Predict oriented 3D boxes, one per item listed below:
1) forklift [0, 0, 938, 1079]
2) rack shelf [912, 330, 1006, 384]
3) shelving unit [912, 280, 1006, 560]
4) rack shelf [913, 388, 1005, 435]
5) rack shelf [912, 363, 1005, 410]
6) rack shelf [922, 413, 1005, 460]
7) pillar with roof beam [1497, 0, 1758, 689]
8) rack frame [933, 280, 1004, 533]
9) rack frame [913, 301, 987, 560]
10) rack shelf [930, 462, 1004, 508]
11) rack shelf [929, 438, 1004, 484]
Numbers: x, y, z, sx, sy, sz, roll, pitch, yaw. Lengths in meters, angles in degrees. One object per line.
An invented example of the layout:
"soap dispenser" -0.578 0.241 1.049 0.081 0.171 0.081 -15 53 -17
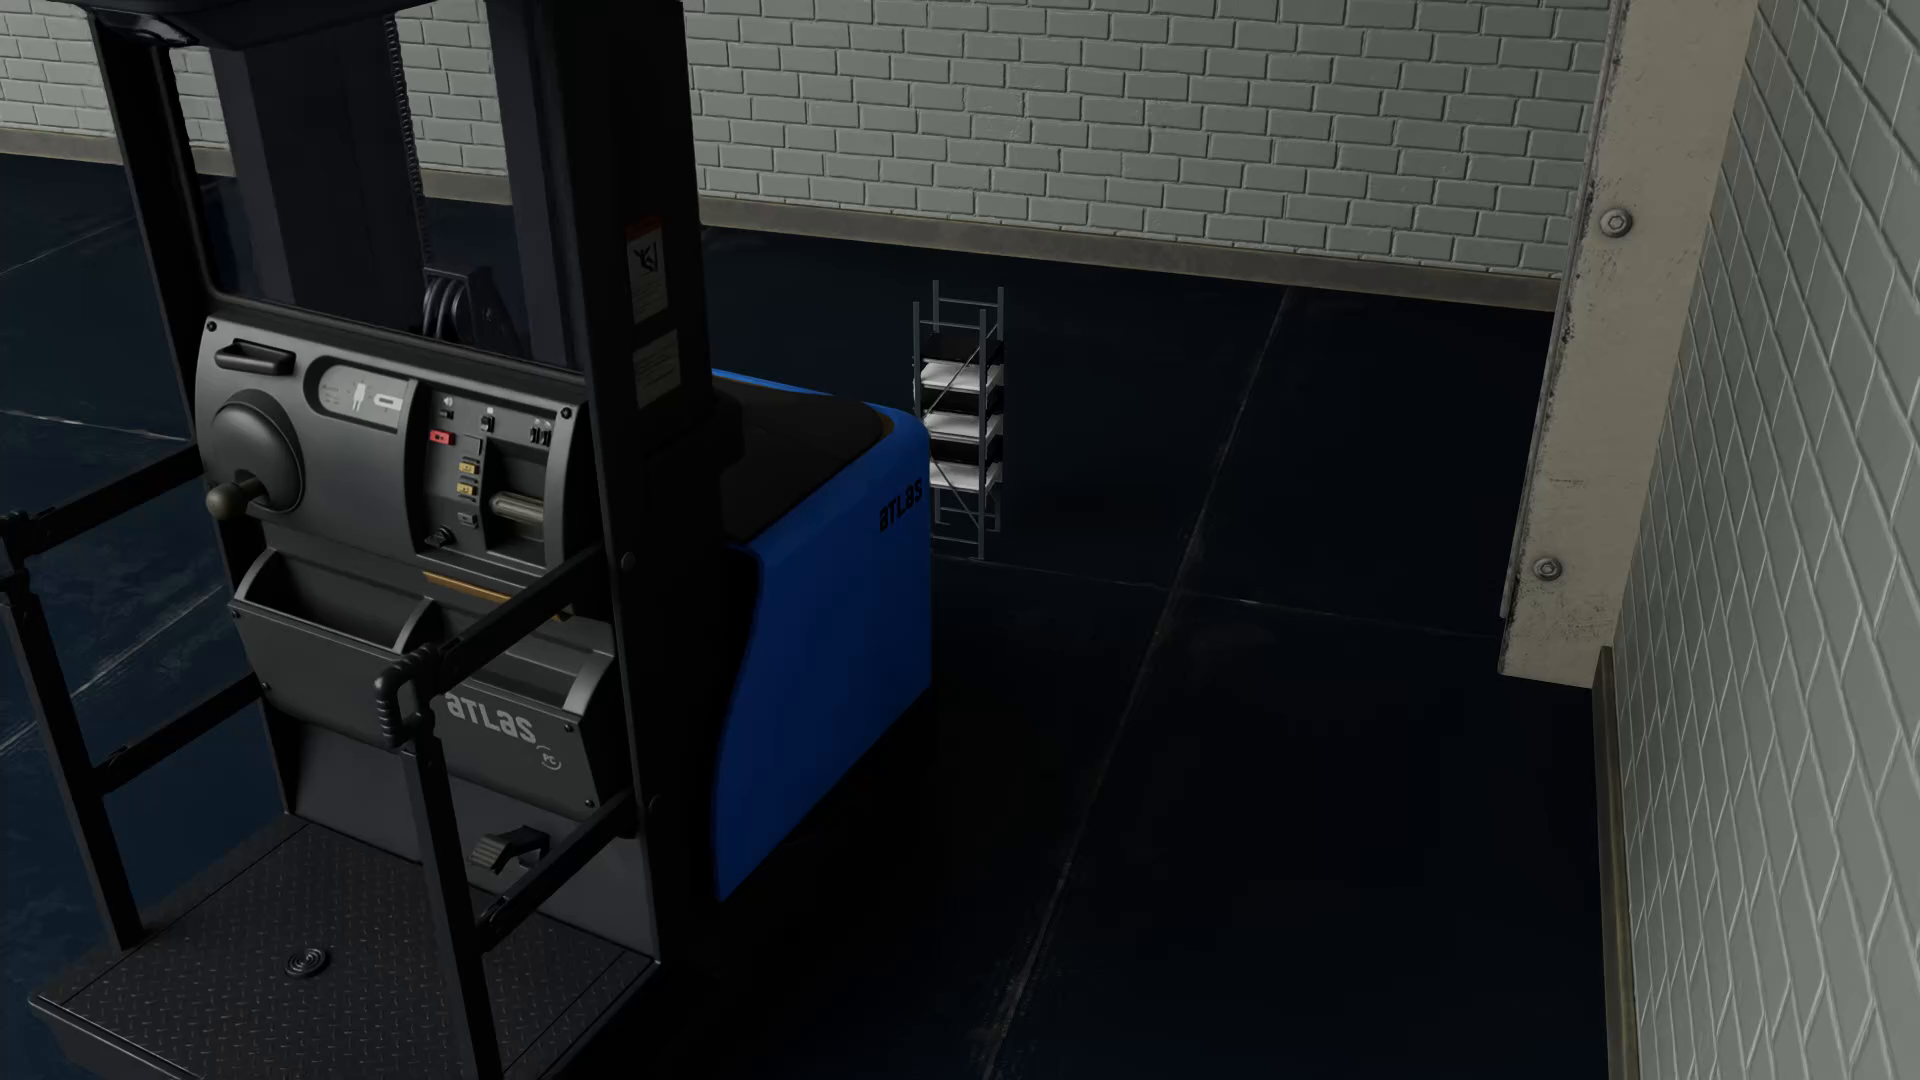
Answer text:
"forklift" -1.188 -0.126 2.962 1.130 2.935 3.031 14 32 24
"rack shelf" -0.002 -0.596 5.409 0.258 0.077 0.200 8 30 15
"shelving unit" -0.002 -0.389 5.524 0.258 0.900 0.210 8 30 15
"rack shelf" -0.002 -0.439 5.497 0.258 0.077 0.200 8 30 15
"rack shelf" -0.002 -0.518 5.453 0.258 0.077 0.200 8 30 15
"rack shelf" -0.002 -0.360 5.541 0.258 0.077 0.200 8 30 15
"pillar with roof beam" -2.286 -4.213 4.067 9.100 9.000 0.400 8 30 15
"rack frame" 0.027 -0.437 5.609 0.240 0.900 0.006 8 30 15
"rack frame" -0.032 -0.342 5.440 0.240 0.900 0.006 8 30 15
"rack shelf" -0.002 -0.203 5.628 0.258 0.077 0.200 8 30 15
"rack shelf" -0.002 -0.282 5.584 0.258 0.077 0.200 8 30 15
